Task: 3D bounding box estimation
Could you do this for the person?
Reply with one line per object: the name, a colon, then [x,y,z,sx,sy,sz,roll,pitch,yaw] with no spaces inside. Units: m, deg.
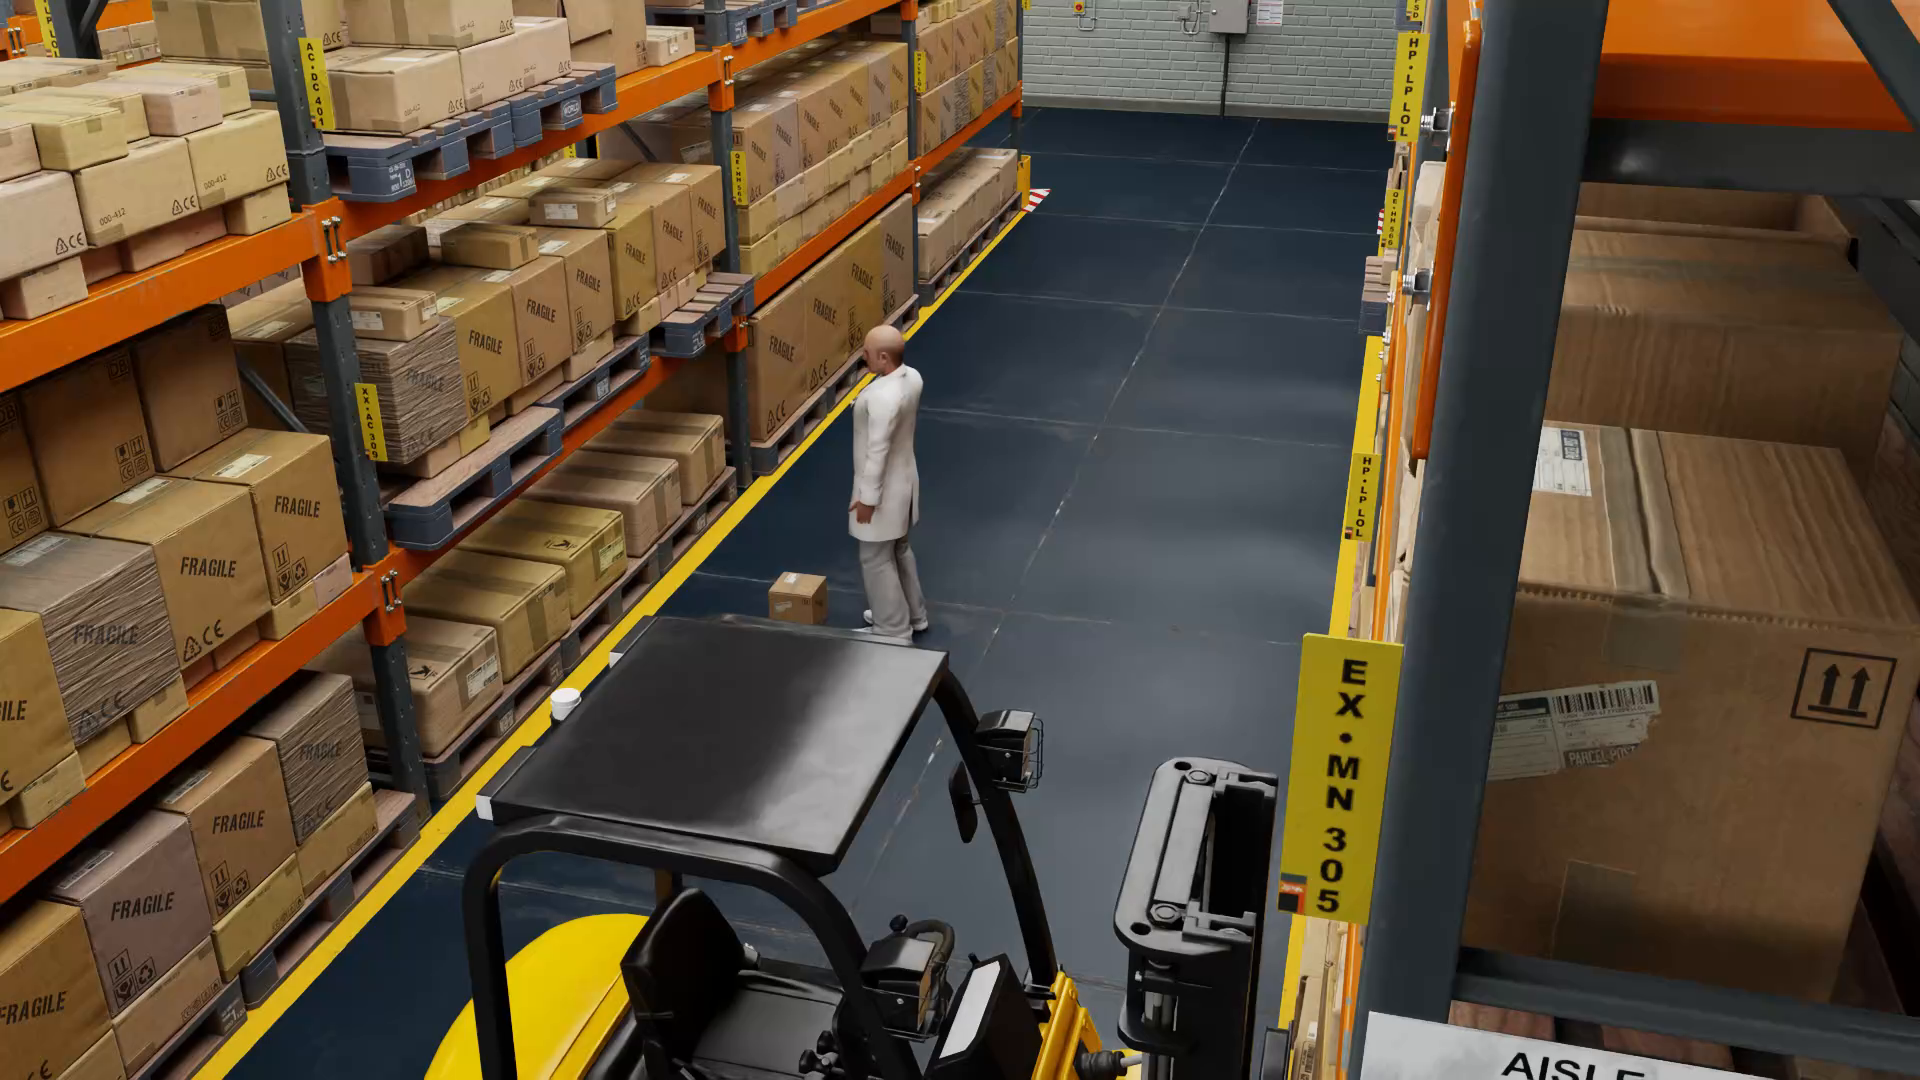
person: [-0.403,-0.271,8.715,0.383,1.775,0.563,7,26,14]
